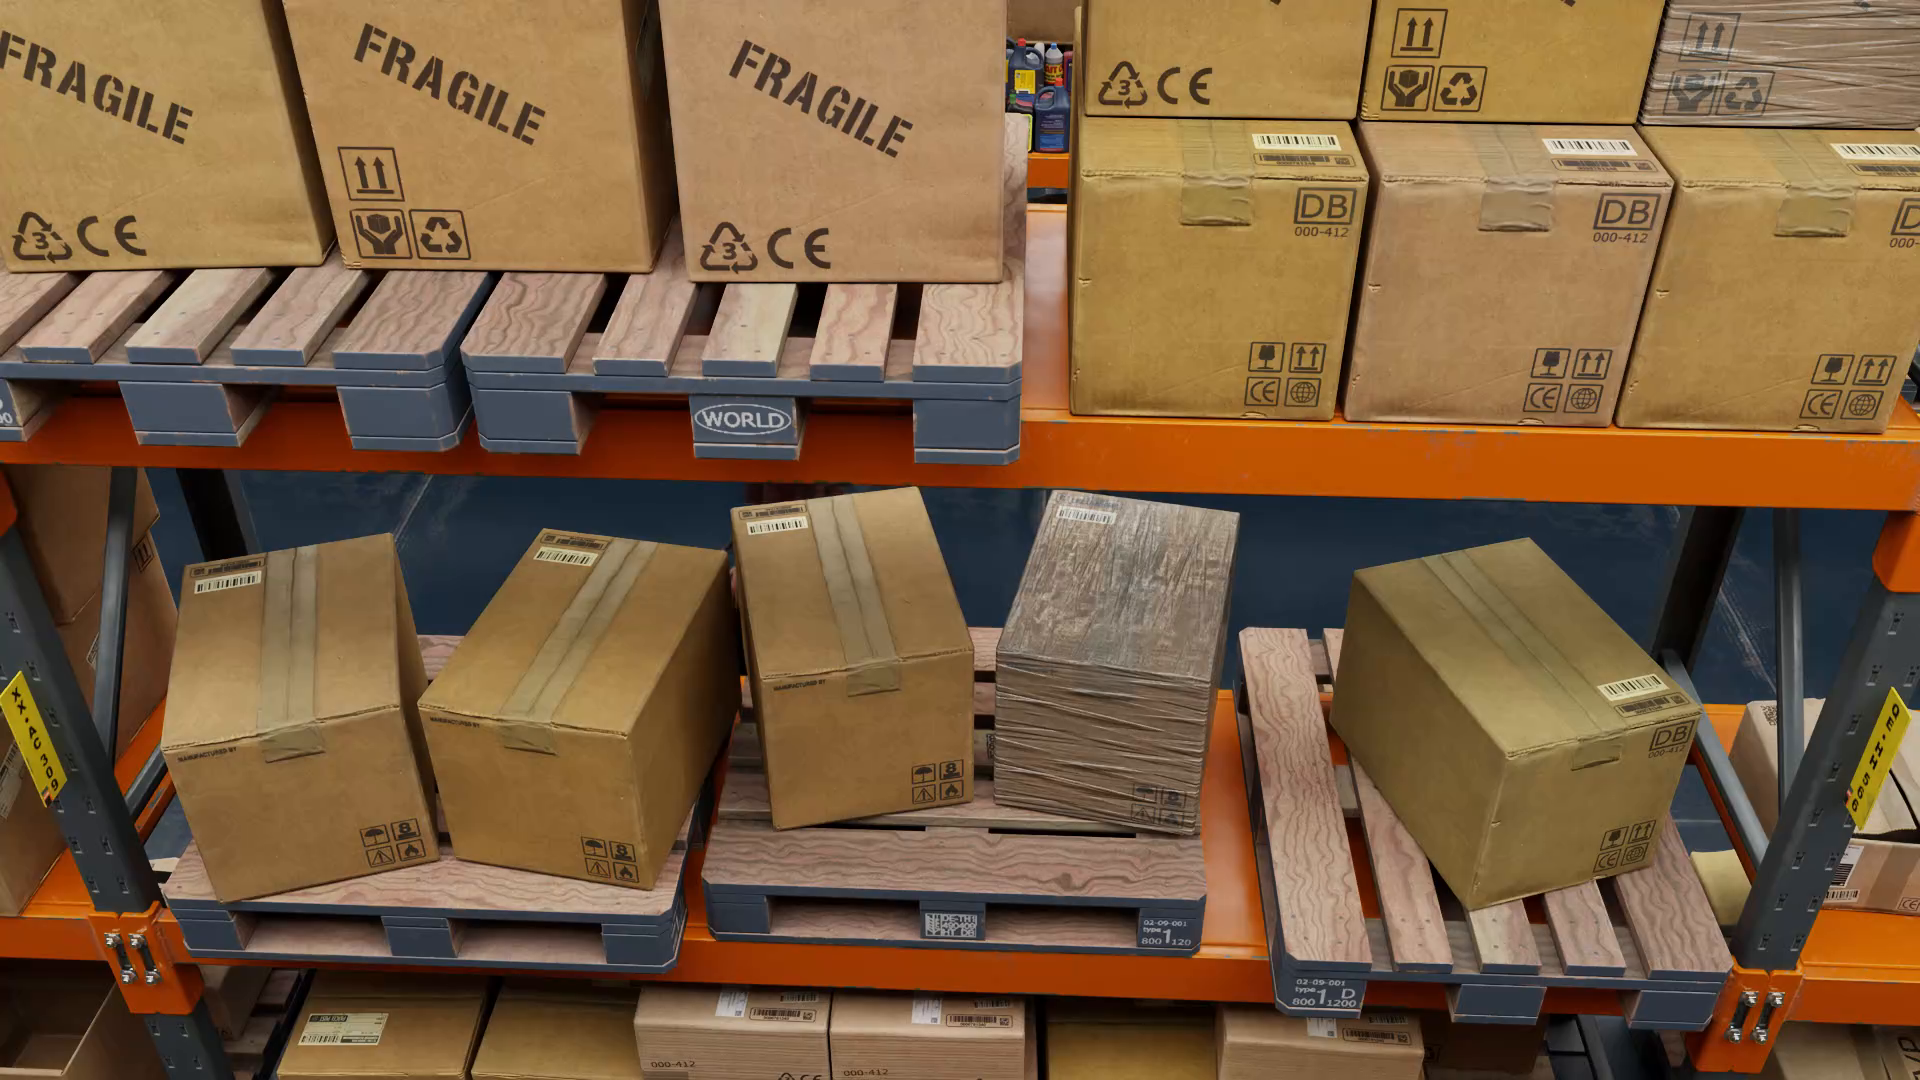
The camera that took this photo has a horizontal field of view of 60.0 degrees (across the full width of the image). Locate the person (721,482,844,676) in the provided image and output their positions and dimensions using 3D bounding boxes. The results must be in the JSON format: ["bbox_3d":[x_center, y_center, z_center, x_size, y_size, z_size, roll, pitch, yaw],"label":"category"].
[{"bbox_3d":[-0.605,0.007,6.141,1.095,1.733,0.565,-1,35,-1],"label":"person"}]
